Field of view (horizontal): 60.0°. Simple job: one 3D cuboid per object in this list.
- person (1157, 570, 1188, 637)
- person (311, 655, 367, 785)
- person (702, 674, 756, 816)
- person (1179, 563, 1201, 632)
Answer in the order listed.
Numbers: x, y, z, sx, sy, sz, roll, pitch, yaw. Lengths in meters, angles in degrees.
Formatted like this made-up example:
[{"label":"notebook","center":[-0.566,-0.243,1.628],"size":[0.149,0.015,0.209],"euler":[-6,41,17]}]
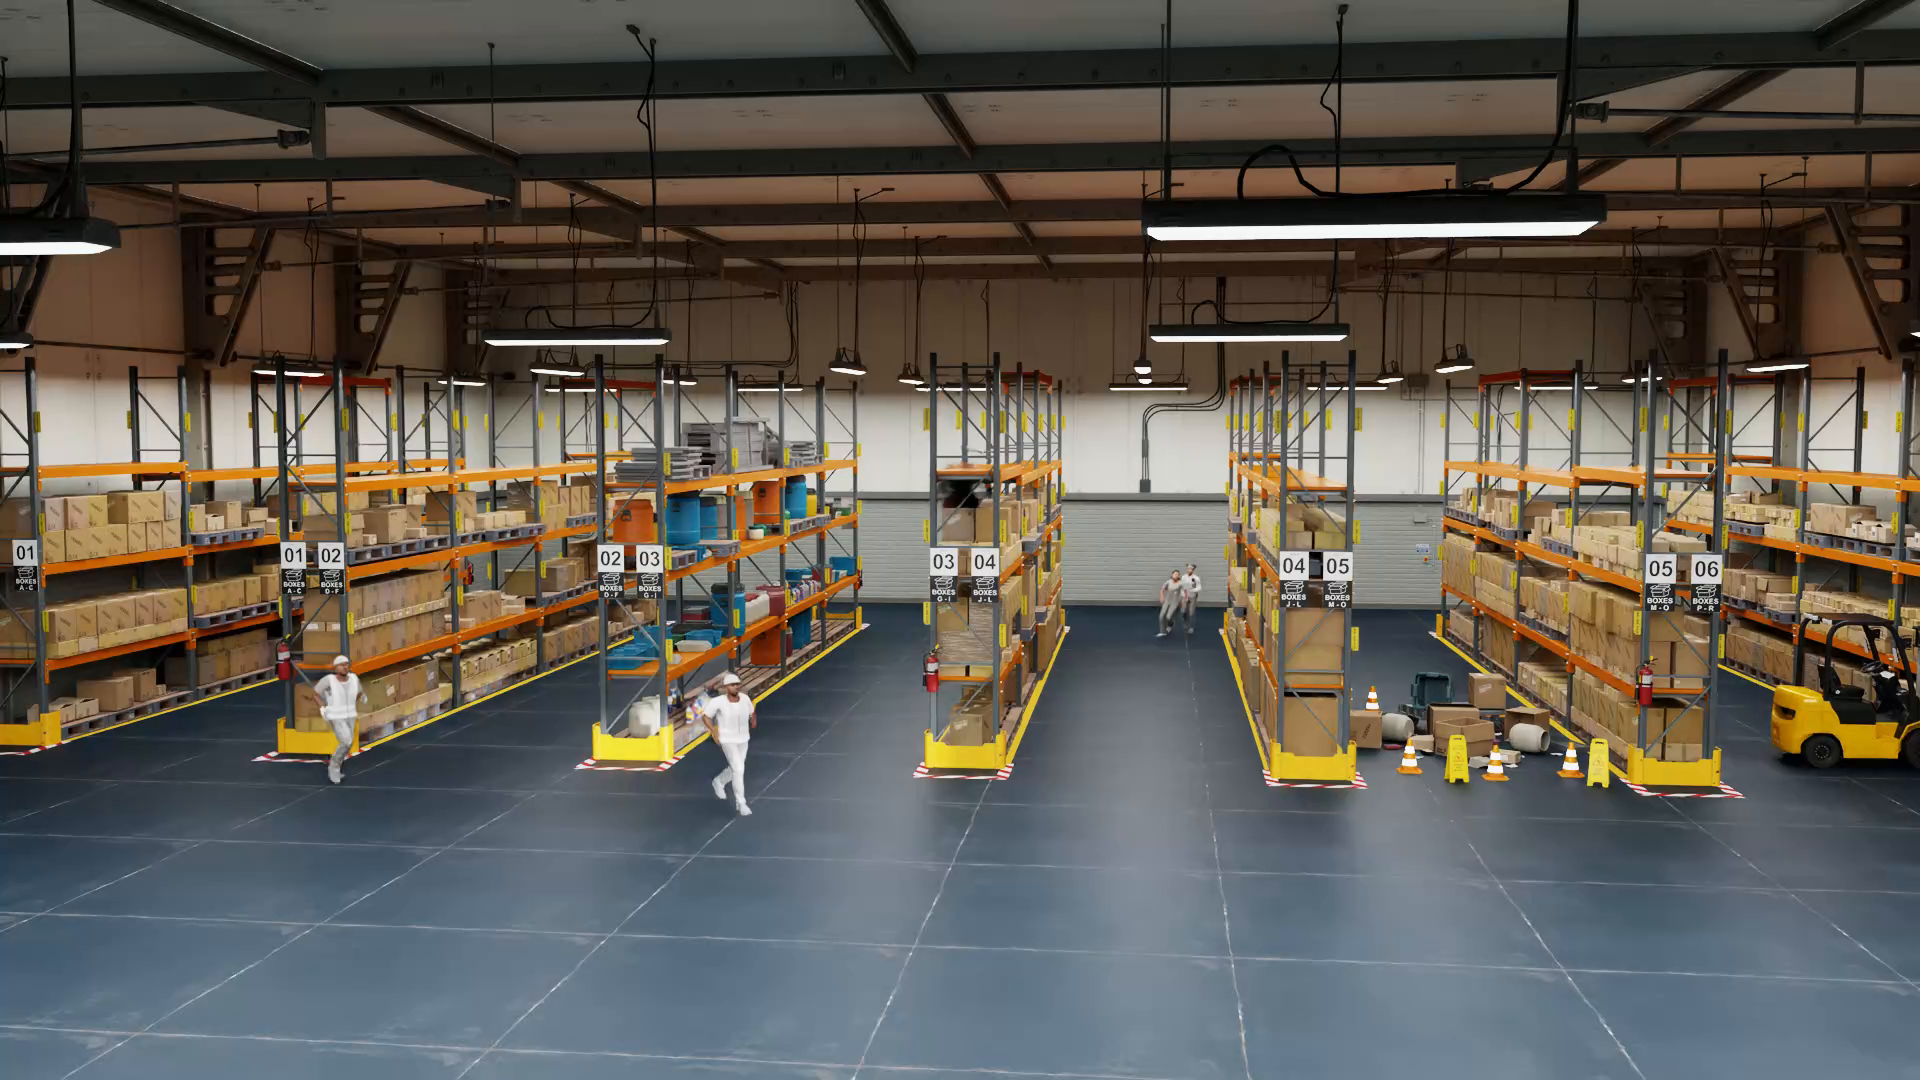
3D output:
[{"label":"person","center":[4.974,1.477,38.854],"size":[0.668,1.590,0.549],"euler":[2,5,27]},{"label":"person","center":[-8.548,2.493,23.098],"size":[0.688,1.788,0.651],"euler":[3,5,35]},{"label":"person","center":[-2.921,2.605,21.472],"size":[0.685,1.775,0.878],"euler":[-4,5,-41]},{"label":"person","center":[5.429,1.374,39.474],"size":[0.595,1.660,0.588],"euler":[1,4,20]}]
